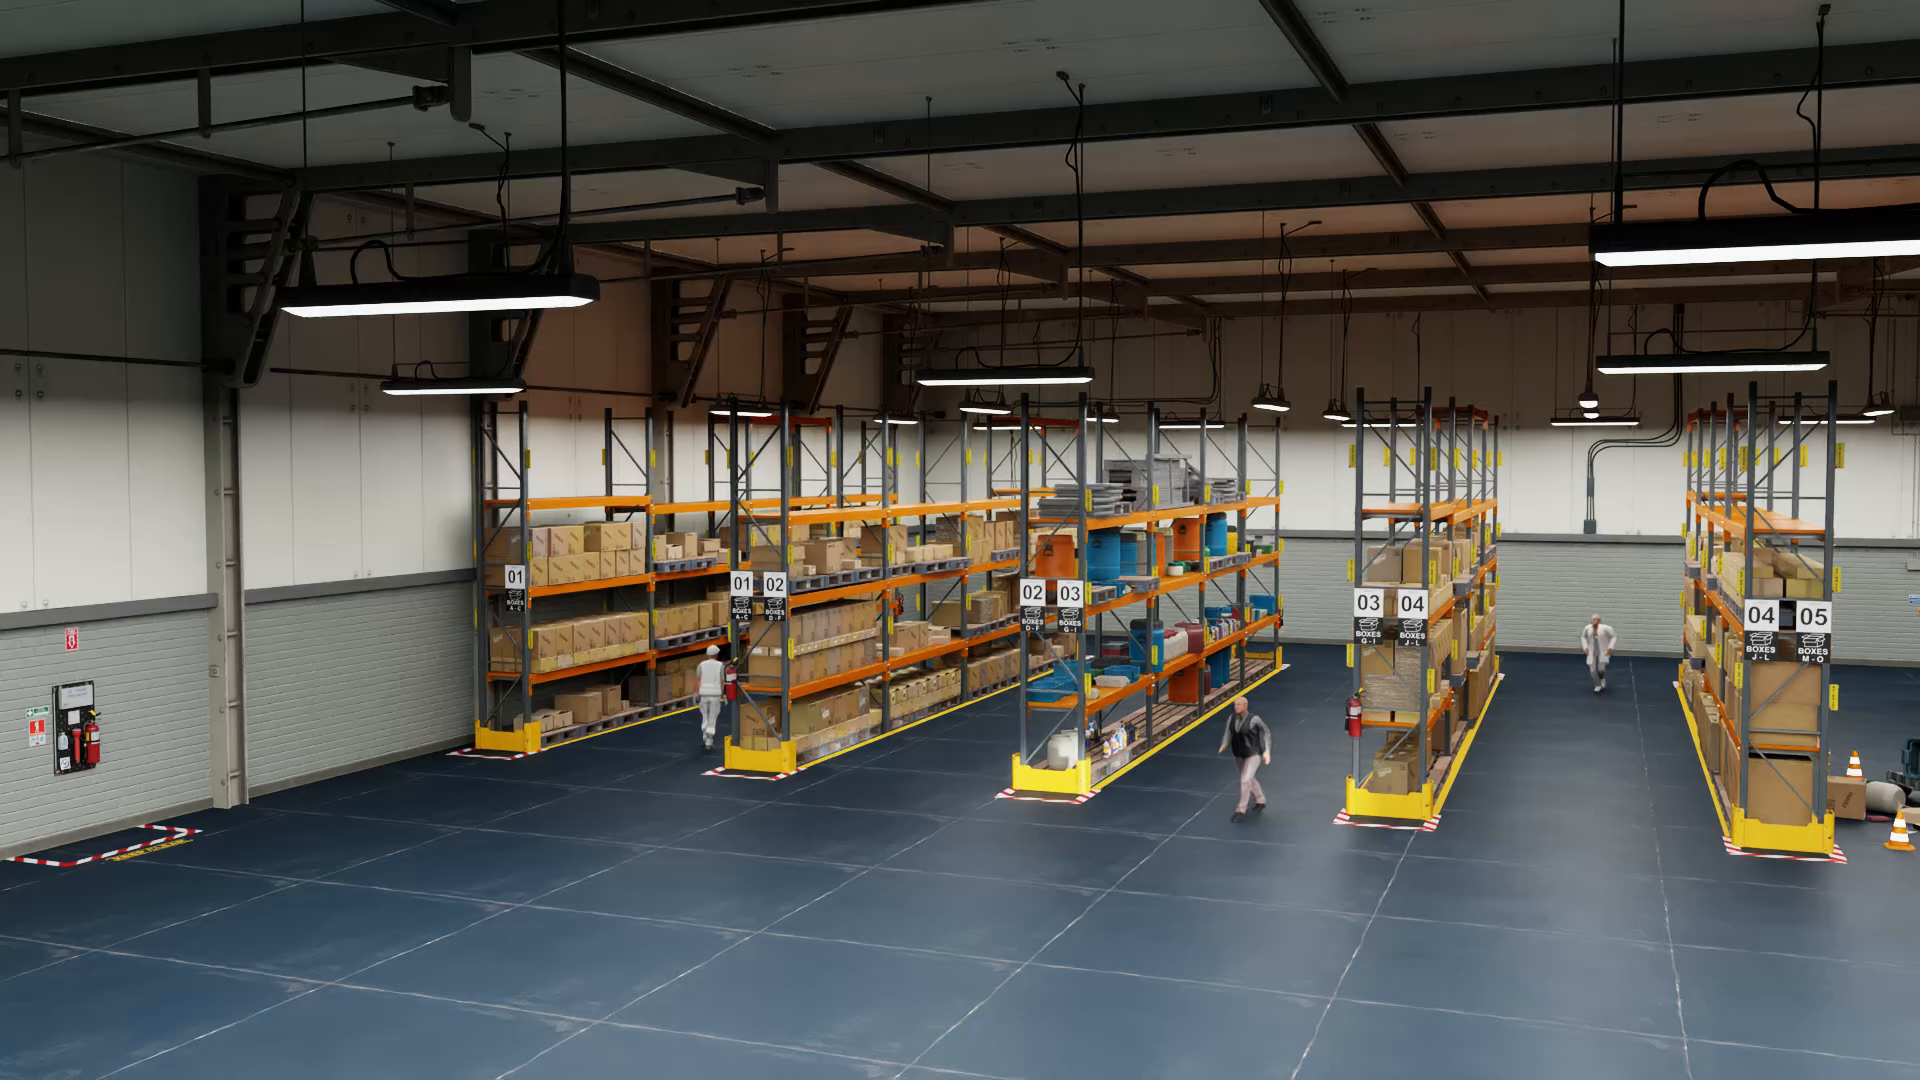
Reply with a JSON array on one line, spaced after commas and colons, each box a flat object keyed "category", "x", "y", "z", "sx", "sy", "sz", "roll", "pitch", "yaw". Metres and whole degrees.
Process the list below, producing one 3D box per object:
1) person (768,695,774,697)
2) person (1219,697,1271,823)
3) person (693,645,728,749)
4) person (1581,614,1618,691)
[{"category": "person", "x": -3.514, "y": 2.577, "z": 31.923, "sx": 0.632, "sy": 1.782, "sz": 0.808, "roll": 0, "pitch": 3, "yaw": -3}, {"category": "person", "x": 4.009, "y": 3.032, "z": 23.280, "sx": 0.947, "sy": 1.693, "sz": 0.628, "roll": -2, "pitch": 4, "yaw": -38}, {"category": "person", "x": -4.308, "y": 2.721, "z": 28.732, "sx": 0.588, "sy": 1.808, "sz": 0.542, "roll": 0, "pitch": 3, "yaw": 5}, {"category": "person", "x": 13.767, "y": 2.427, "z": 35.811, "sx": 0.752, "sy": 1.684, "sz": 0.639, "roll": 2, "pitch": 3, "yaw": 29}]
